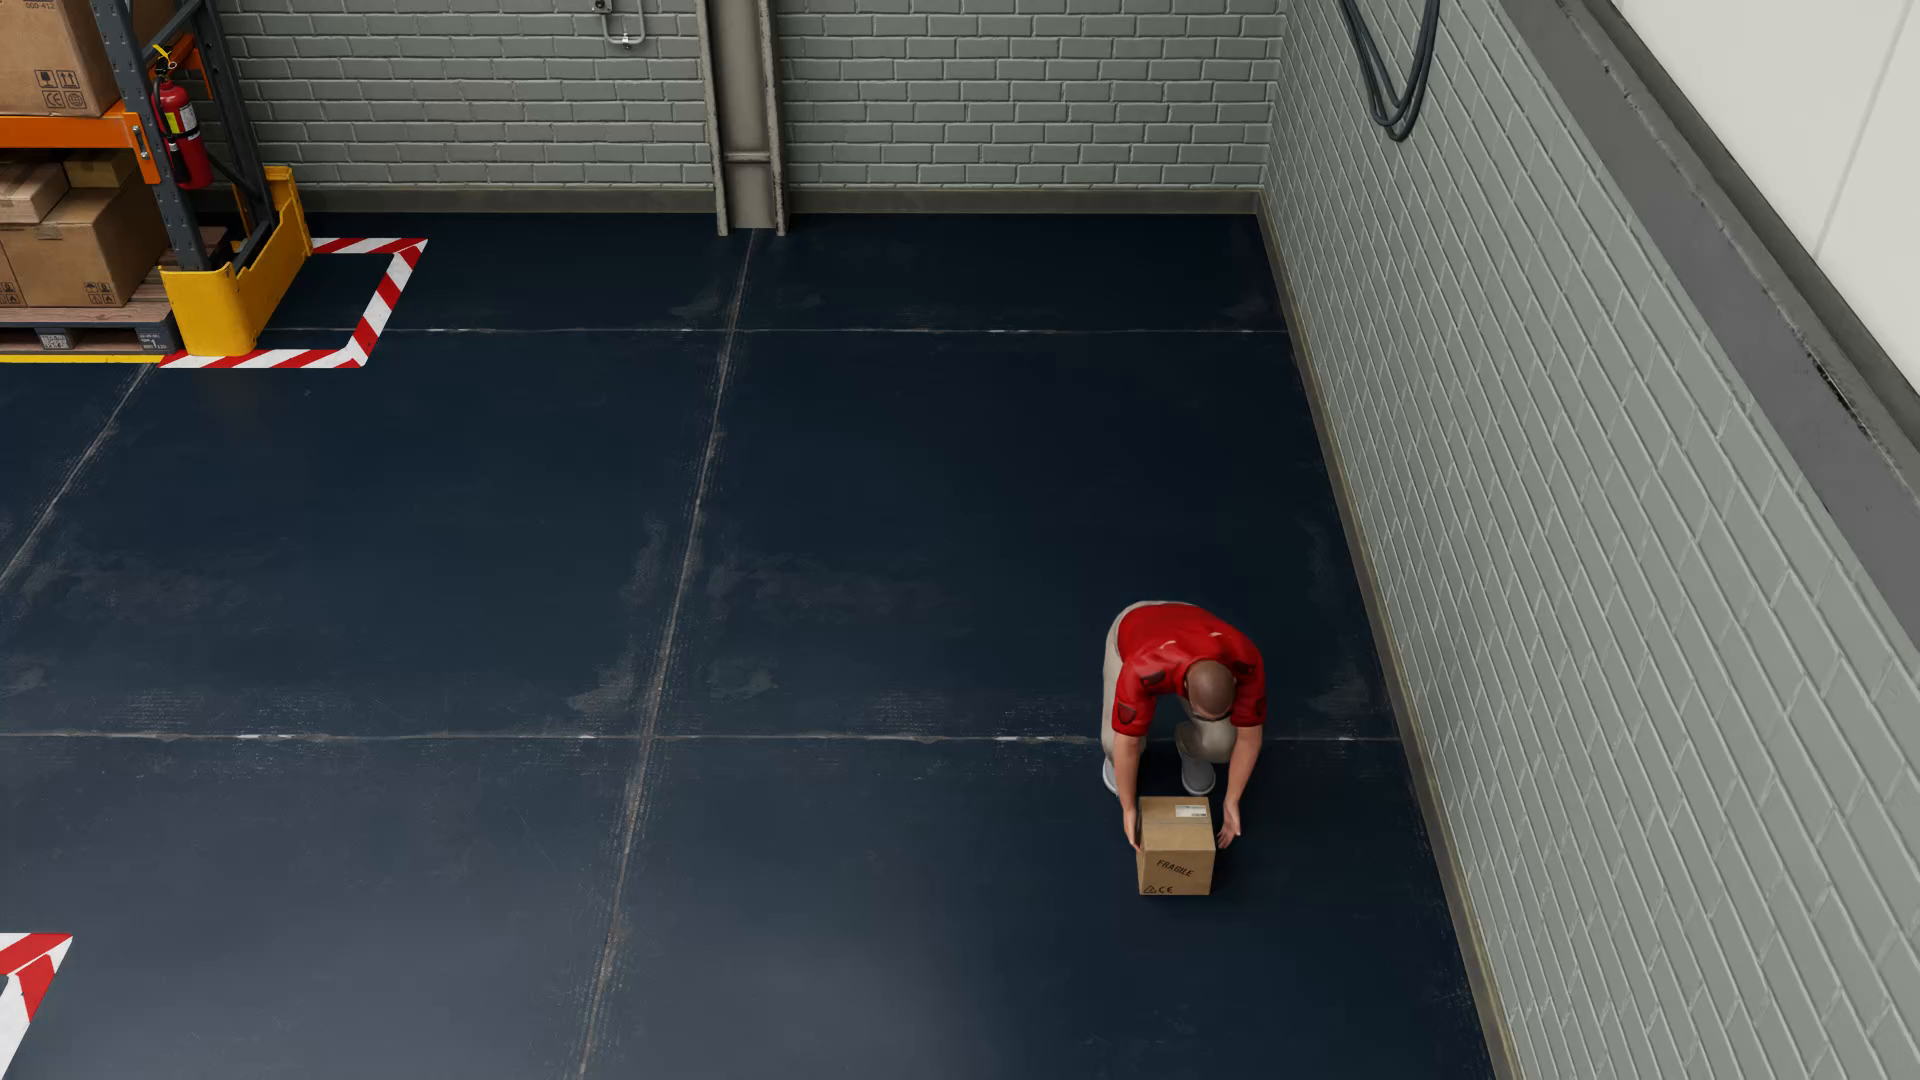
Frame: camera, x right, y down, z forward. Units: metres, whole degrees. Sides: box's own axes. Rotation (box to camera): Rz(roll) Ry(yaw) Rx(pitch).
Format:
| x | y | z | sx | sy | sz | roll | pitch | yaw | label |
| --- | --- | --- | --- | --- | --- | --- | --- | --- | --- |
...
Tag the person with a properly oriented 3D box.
| x | y | z | sx | sy | sz | roll | pitch | yaw | label |
| --- | --- | --- | --- | --- | --- | --- | --- | --- | --- |
| 0.798 | 0.614 | 6.024 | 0.569 | 0.968 | 0.810 | 0 | 39 | 0 | person |
